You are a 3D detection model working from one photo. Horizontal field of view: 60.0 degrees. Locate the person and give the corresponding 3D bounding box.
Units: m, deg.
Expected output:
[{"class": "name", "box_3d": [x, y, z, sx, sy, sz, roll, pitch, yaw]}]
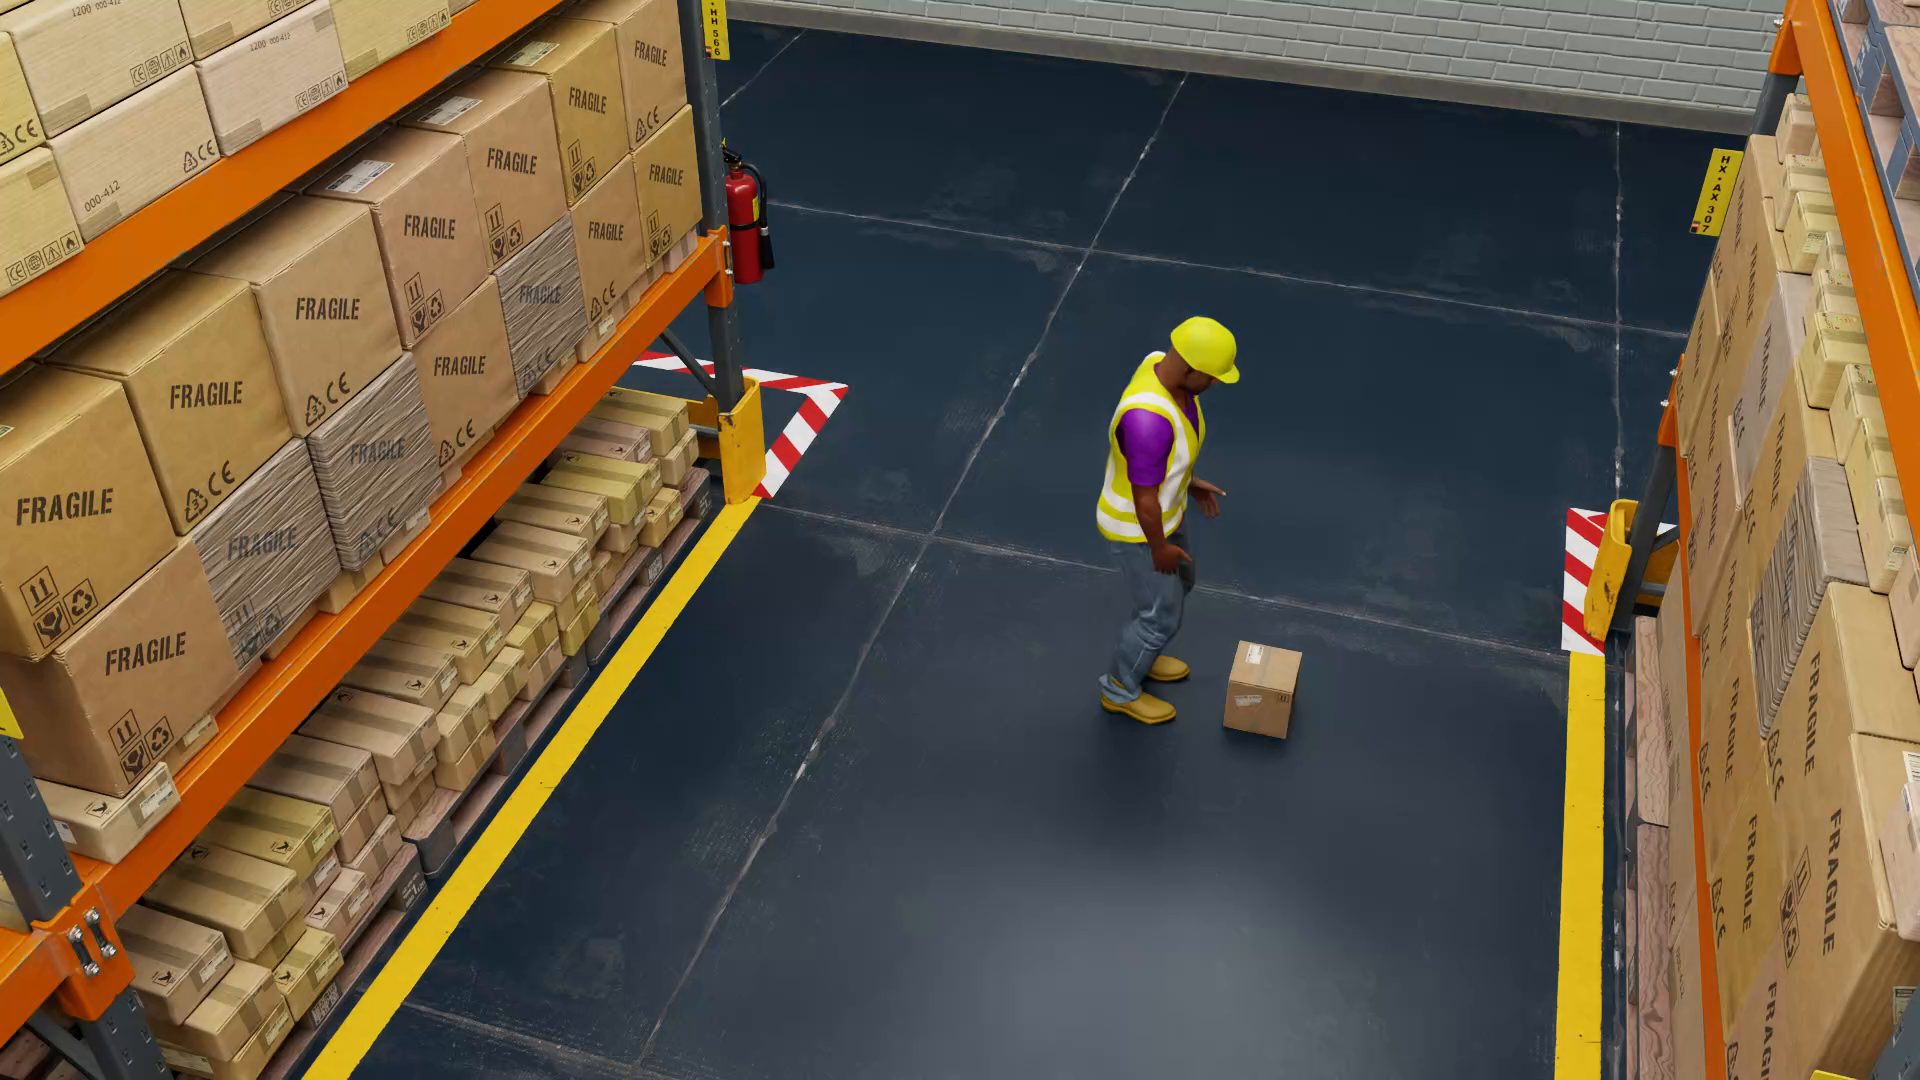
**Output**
[{"class": "person", "box_3d": [0.765, -0.093, 6.296, 0.453, 1.717, 0.591, 12, 38, 15]}]
